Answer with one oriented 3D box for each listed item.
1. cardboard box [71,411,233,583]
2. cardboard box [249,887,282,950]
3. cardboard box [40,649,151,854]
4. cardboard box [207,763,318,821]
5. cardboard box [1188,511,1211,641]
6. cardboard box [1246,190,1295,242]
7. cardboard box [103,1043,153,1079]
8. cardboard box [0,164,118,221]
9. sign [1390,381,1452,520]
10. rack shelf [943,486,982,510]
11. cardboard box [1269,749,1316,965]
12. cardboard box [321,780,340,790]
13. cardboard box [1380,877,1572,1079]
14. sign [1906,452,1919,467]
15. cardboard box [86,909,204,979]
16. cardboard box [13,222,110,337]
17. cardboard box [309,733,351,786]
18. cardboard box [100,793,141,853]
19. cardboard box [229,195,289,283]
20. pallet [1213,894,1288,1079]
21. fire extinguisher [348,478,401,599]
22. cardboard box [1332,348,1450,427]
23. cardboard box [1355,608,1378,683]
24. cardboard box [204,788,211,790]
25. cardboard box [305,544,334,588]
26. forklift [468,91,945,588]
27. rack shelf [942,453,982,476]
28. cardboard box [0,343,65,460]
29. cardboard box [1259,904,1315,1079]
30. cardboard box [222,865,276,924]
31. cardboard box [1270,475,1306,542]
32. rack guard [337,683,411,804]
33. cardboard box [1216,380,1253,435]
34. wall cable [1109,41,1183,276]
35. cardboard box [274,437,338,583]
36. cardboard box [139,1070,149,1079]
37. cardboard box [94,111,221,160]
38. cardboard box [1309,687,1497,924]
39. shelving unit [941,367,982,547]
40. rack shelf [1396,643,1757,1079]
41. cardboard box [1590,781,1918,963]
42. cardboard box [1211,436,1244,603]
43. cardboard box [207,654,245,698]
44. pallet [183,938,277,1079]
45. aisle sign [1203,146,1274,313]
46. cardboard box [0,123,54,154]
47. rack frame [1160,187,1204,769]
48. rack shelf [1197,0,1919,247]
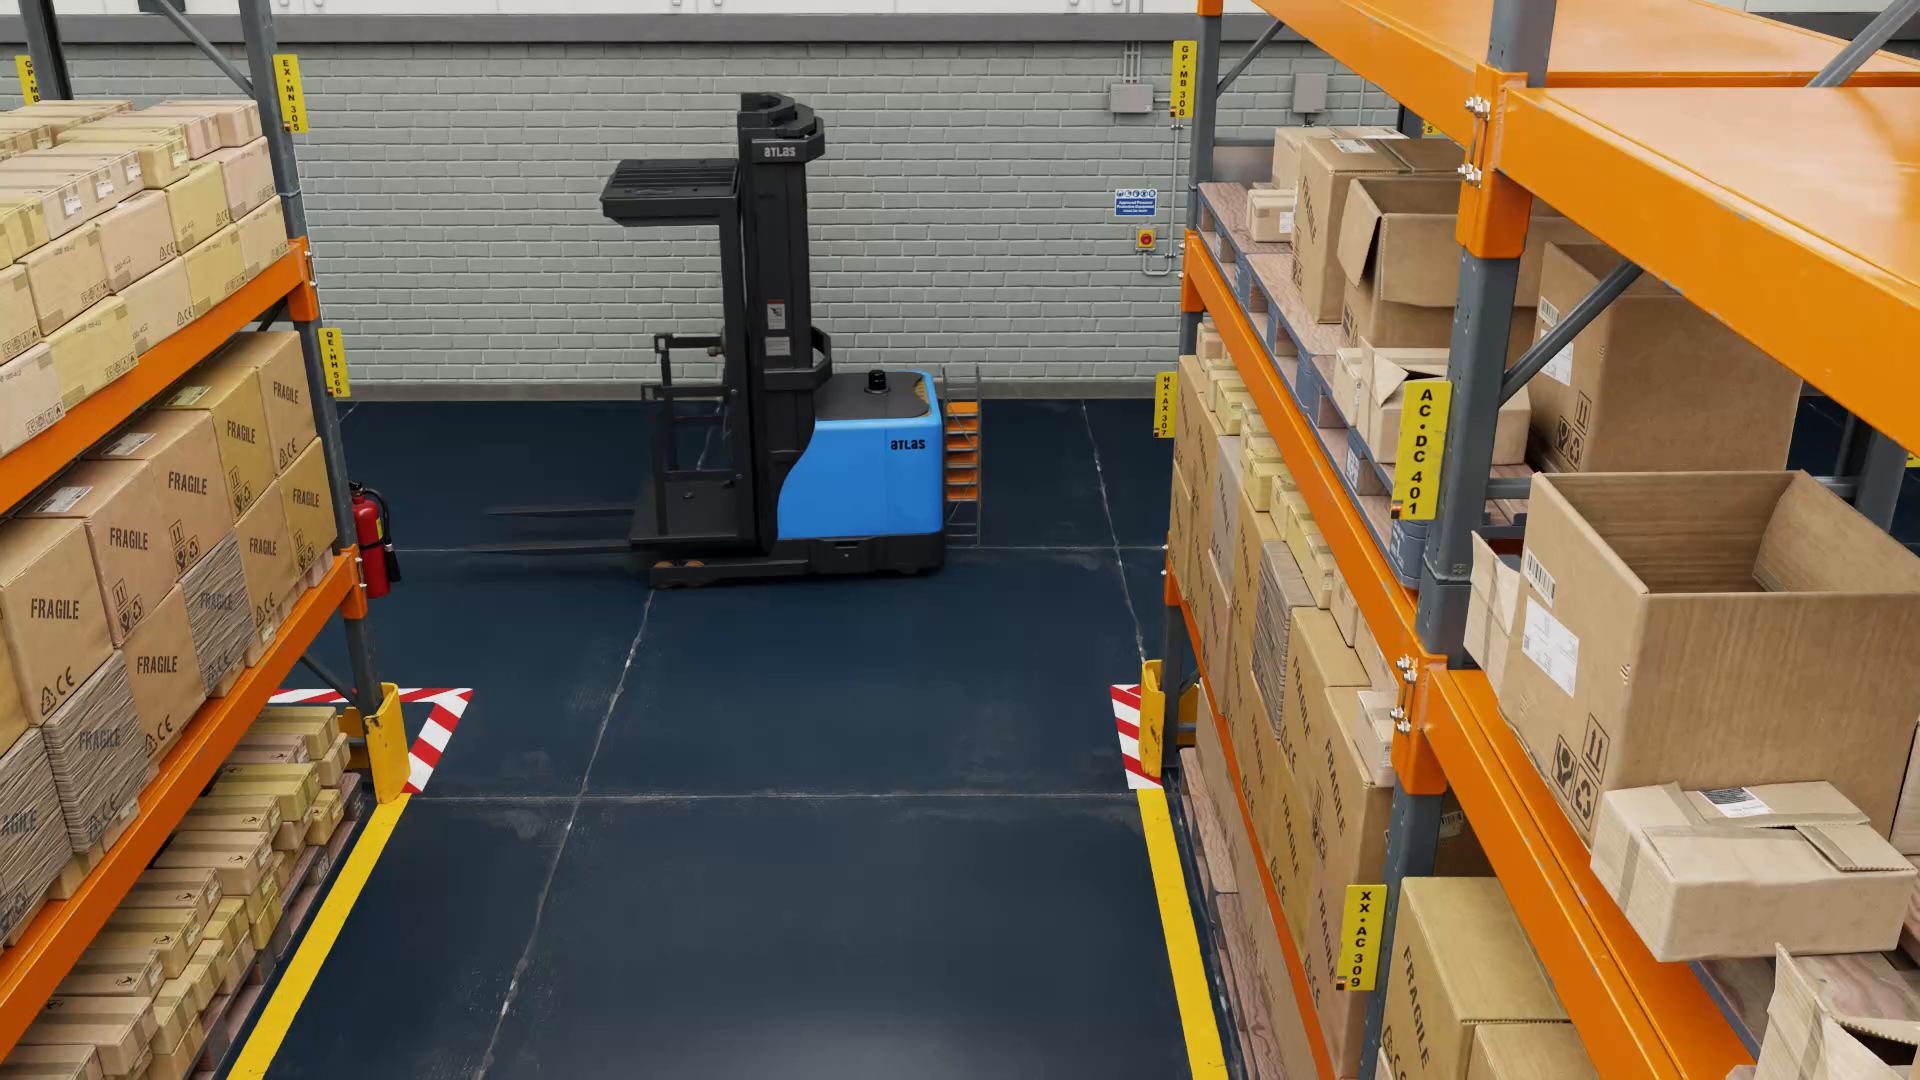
[{"bbox_3d":[-3.145,-0.171,6.292,0.500,0.500,0.500,1,24,2],"label":"cardboard box"},{"bbox_3d":[-3.103,1.600,7.022,0.380,0.149,0.250,-1,24,-3],"label":"cardboard box"},{"bbox_3d":[-3.111,0.706,5.567,0.500,0.500,0.500,-1,24,-2],"label":"cardboard box"},{"bbox_3d":[-3.085,1.119,7.364,0.380,0.149,0.250,-1,24,-2],"label":"cardboard box"},{"bbox_3d":[1.281,0.153,7.150,0.500,0.500,0.500,-1,24,-1],"label":"cardboard box"},{"bbox_3d":[1.311,-1.248,6.404,0.380,0.149,0.250,1,24,1],"label":"cardboard box"},{"bbox_3d":[-3.170,1.896,6.006,0.380,0.149,0.250,1,24,2],"label":"cardboard box"},{"bbox_3d":[-3.139,-1.189,5.690,0.380,0.149,0.250,0,24,1],"label":"cardboard box"},{"bbox_3d":[1.018,-0.195,3.679,0.100,0.325,0.005,0,24,-1],"label":"sign"},{"bbox_3d":[0.009,-0.283,11.109,0.258,0.103,0.180,-1,24,-3],"label":"rack shelf"},{"bbox_3d":[1.301,0.992,5.295,0.500,0.500,0.500,-1,24,-2],"label":"cardboard box"},{"bbox_3d":[-3.205,1.179,7.953,0.380,0.149,0.250,0,24,0],"label":"cardboard box"},{"bbox_3d":[1.291,1.121,3.796,0.500,0.500,0.500,0,24,0],"label":"cardboard box"},{"bbox_3d":[2.116,-0.312,3.651,0.100,0.325,0.005,0,24,-1],"label":"sign"},{"bbox_3d":[-3.164,1.553,6.404,0.380,0.149,0.250,0,24,0],"label":"cardboard box"},{"bbox_3d":[-3.156,-0.852,5.430,0.500,0.250,0.500,-1,24,-3],"label":"cardboard box"},{"bbox_3d":[-3.128,1.044,7.891,0.380,0.149,0.250,-1,24,-2],"label":"cardboard box"},{"bbox_3d":[-3.114,0.958,5.798,0.380,0.149,0.250,1,24,2],"label":"cardboard box"},{"bbox_3d":[-3.150,-1.257,6.931,0.500,0.250,0.500,-1,24,-2],"label":"cardboard box"},{"bbox_3d":[1.627,1.893,6.809,1.003,0.211,1.213,0,24,-1],"label":"pallet"},{"bbox_3d":[-2.960,-0.045,8.256,0.296,0.674,0.183,0,24,-1],"label":"fire extinguisher"},{"bbox_3d":[1.243,-0.420,4.573,0.380,0.149,0.250,0,24,1],"label":"cardboard box"},{"bbox_3d":[1.364,0.306,4.812,0.380,0.149,0.250,0,24,0],"label":"cardboard box"},{"bbox_3d":[-3.733,1.180,7.950,0.380,0.149,0.250,0,24,1],"label":"cardboard box"},{"bbox_3d":[-3.133,0.103,7.687,0.380,0.149,0.250,0,24,0],"label":"cardboard box"},{"bbox_3d":[-1.644,-1.255,10.469,3.031,2.935,1.130,-2,24,-5],"label":"forklift"},{"bbox_3d":[0.009,-0.501,11.010,0.258,0.103,0.180,-1,24,-3],"label":"rack shelf"},{"bbox_3d":[-3.117,-0.408,5.053,0.500,0.250,0.500,1,24,2],"label":"cardboard box"},{"bbox_3d":[1.663,1.788,6.257,0.875,0.438,0.875,-1,24,-2],"label":"cardboard box"},{"bbox_3d":[-3.102,1.471,6.946,0.380,0.149,0.250,0,24,0],"label":"cardboard box"},{"bbox_3d":[1.283,-0.111,5.733,0.380,0.149,0.250,0,24,-1],"label":"cardboard box"},{"bbox_3d":[-3.418,1.026,8.376,1.175,0.500,0.348,0,24,-1],"label":"rack guard"},{"bbox_3d":[1.240,-0.534,6.669,0.380,0.149,0.250,-1,24,-2],"label":"cardboard box"},{"bbox_3d":[1.445,-3.009,12.992,0.585,1.953,0.123,0,24,-1],"label":"wall cable"},{"bbox_3d":[-3.157,-0.142,7.441,0.500,0.500,0.500,0,24,1],"label":"cardboard box"},{"bbox_3d":[-3.206,2.033,6.065,0.380,0.149,0.250,-1,24,-3],"label":"cardboard box"},{"bbox_3d":[-3.195,-1.615,6.632,0.380,0.149,0.250,0,24,0],"label":"cardboard box"},{"bbox_3d":[1.292,0.745,4.627,0.500,0.500,0.500,0,24,-1],"label":"cardboard box"},{"bbox_3d":[0.009,-0.542,10.991,0.258,1.200,0.189,-1,24,-3],"label":"shelving unit"},{"bbox_3d":[1.595,1.225,2.134,1.077,0.370,4.000,0,24,-1],"label":"rack shelf"},{"bbox_3d":[1.237,0.511,2.614,0.380,0.166,0.250,-2,24,-4],"label":"cardboard box"},{"bbox_3d":[1.276,-0.086,6.465,0.500,0.500,0.500,0,24,-1],"label":"cardboard box"},{"bbox_3d":[-3.150,0.523,6.759,0.380,0.149,0.250,-1,24,-3],"label":"cardboard box"},{"bbox_3d":[-3.434,1.994,6.586,1.003,0.211,1.213,0,24,-1],"label":"pallet"},{"bbox_3d":[1.239,-1.421,7.598,0.394,0.787,0.004,0,24,-1],"label":"aisle sign"},{"bbox_3d":[-3.728,-1.501,6.379,0.380,0.149,0.250,0,24,-1],"label":"cardboard box"},{"bbox_3d":[1.530,-0.208,8.071,1.000,3.000,0.127,0,24,-1],"label":"rack frame"},{"bbox_3d":[1.551,-1.608,5.243,1.077,0.370,4.000,0,24,-1],"label":"rack shelf"}]
